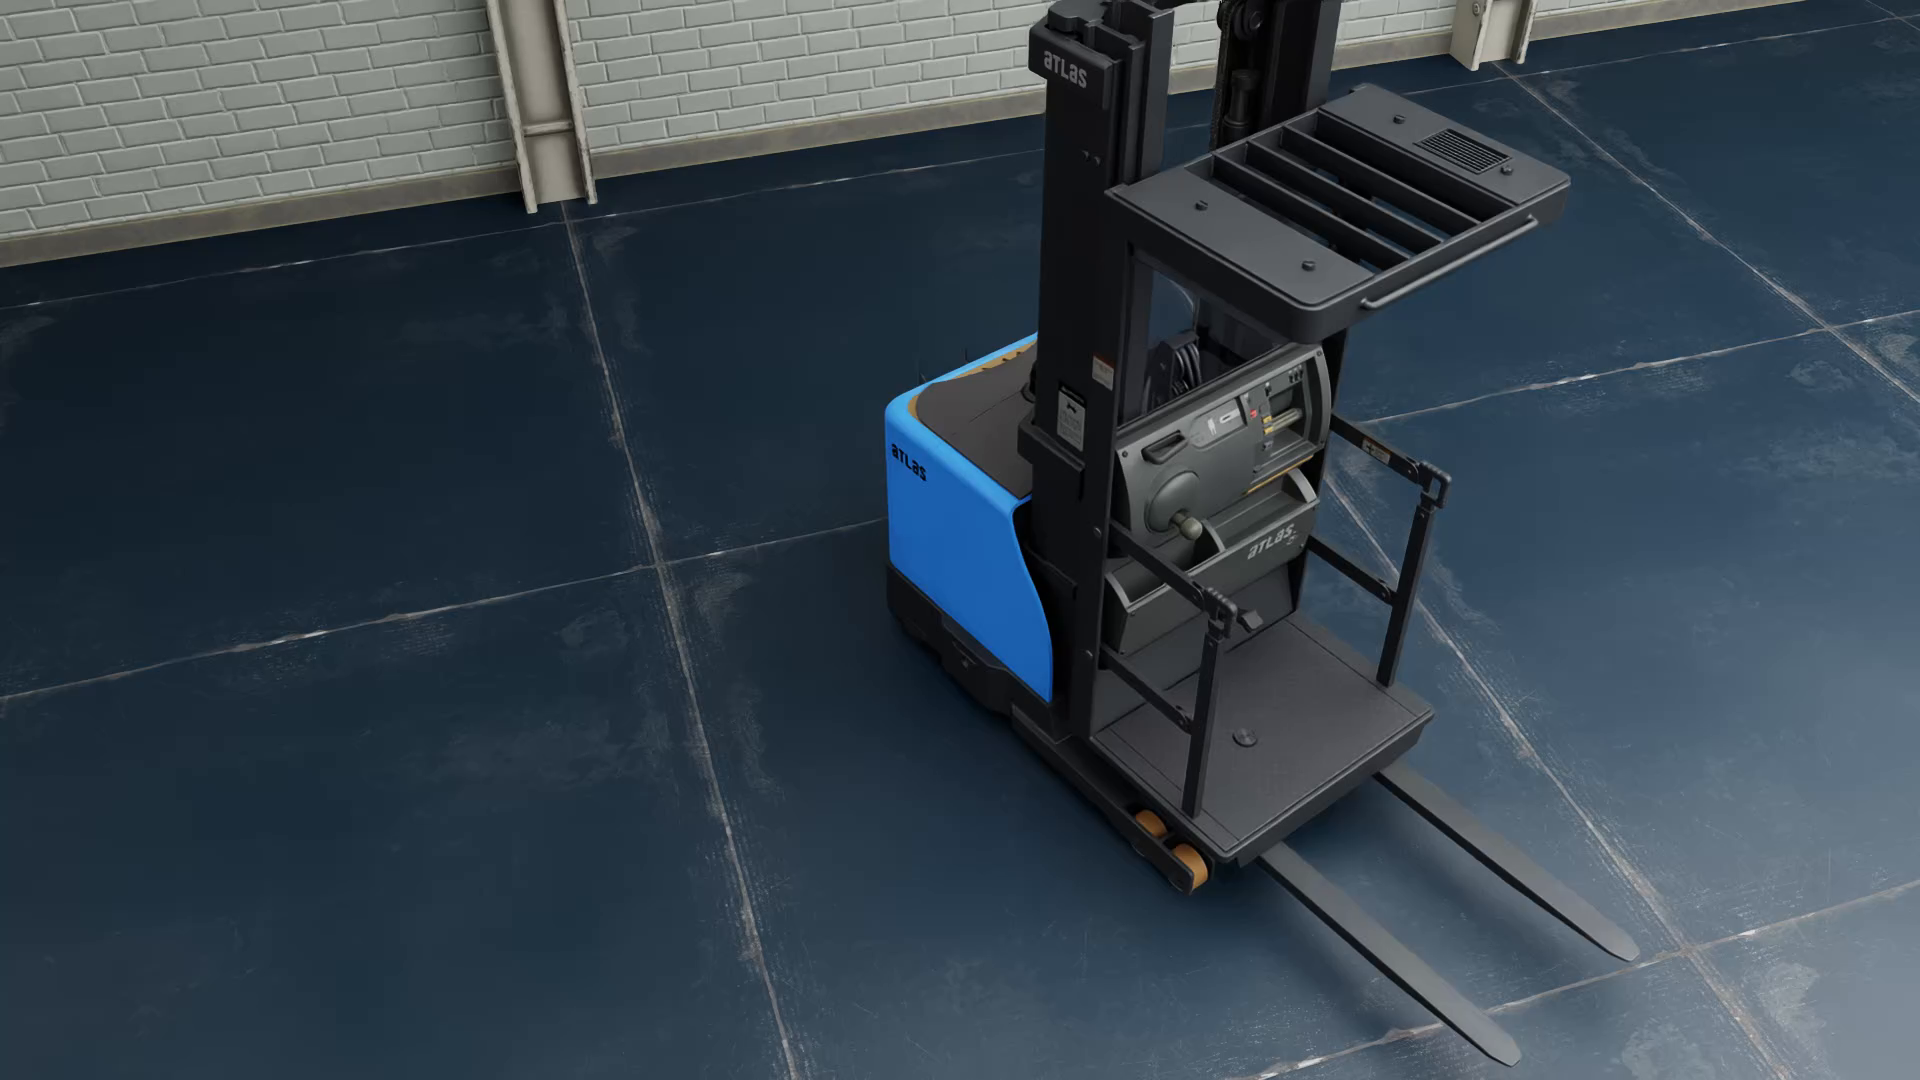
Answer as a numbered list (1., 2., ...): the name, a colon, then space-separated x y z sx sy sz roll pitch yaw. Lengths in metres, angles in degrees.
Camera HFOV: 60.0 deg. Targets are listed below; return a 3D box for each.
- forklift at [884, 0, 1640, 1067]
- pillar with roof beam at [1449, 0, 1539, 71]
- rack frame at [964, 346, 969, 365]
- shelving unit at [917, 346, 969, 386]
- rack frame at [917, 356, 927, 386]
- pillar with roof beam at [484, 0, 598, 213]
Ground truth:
1. forklift: 1.006 -0.246 5.304 1.130 2.935 3.031 -27 48 -28
2. pillar with roof beam: 4.725 -3.845 4.811 0.400 9.000 9.100 -12 42 -13
3. rack frame: 0.061 -0.377 6.998 0.006 0.900 0.240 -14 43 -15
4. shelving unit: -0.034 -0.354 6.971 0.210 0.900 0.258 -14 43 -15
5. rack frame: -0.129 -0.331 6.945 0.006 0.900 0.240 -14 43 -15
6. pillar with roof beam: -0.998 -2.659 3.454 0.400 9.000 9.100 -12 42 -13
